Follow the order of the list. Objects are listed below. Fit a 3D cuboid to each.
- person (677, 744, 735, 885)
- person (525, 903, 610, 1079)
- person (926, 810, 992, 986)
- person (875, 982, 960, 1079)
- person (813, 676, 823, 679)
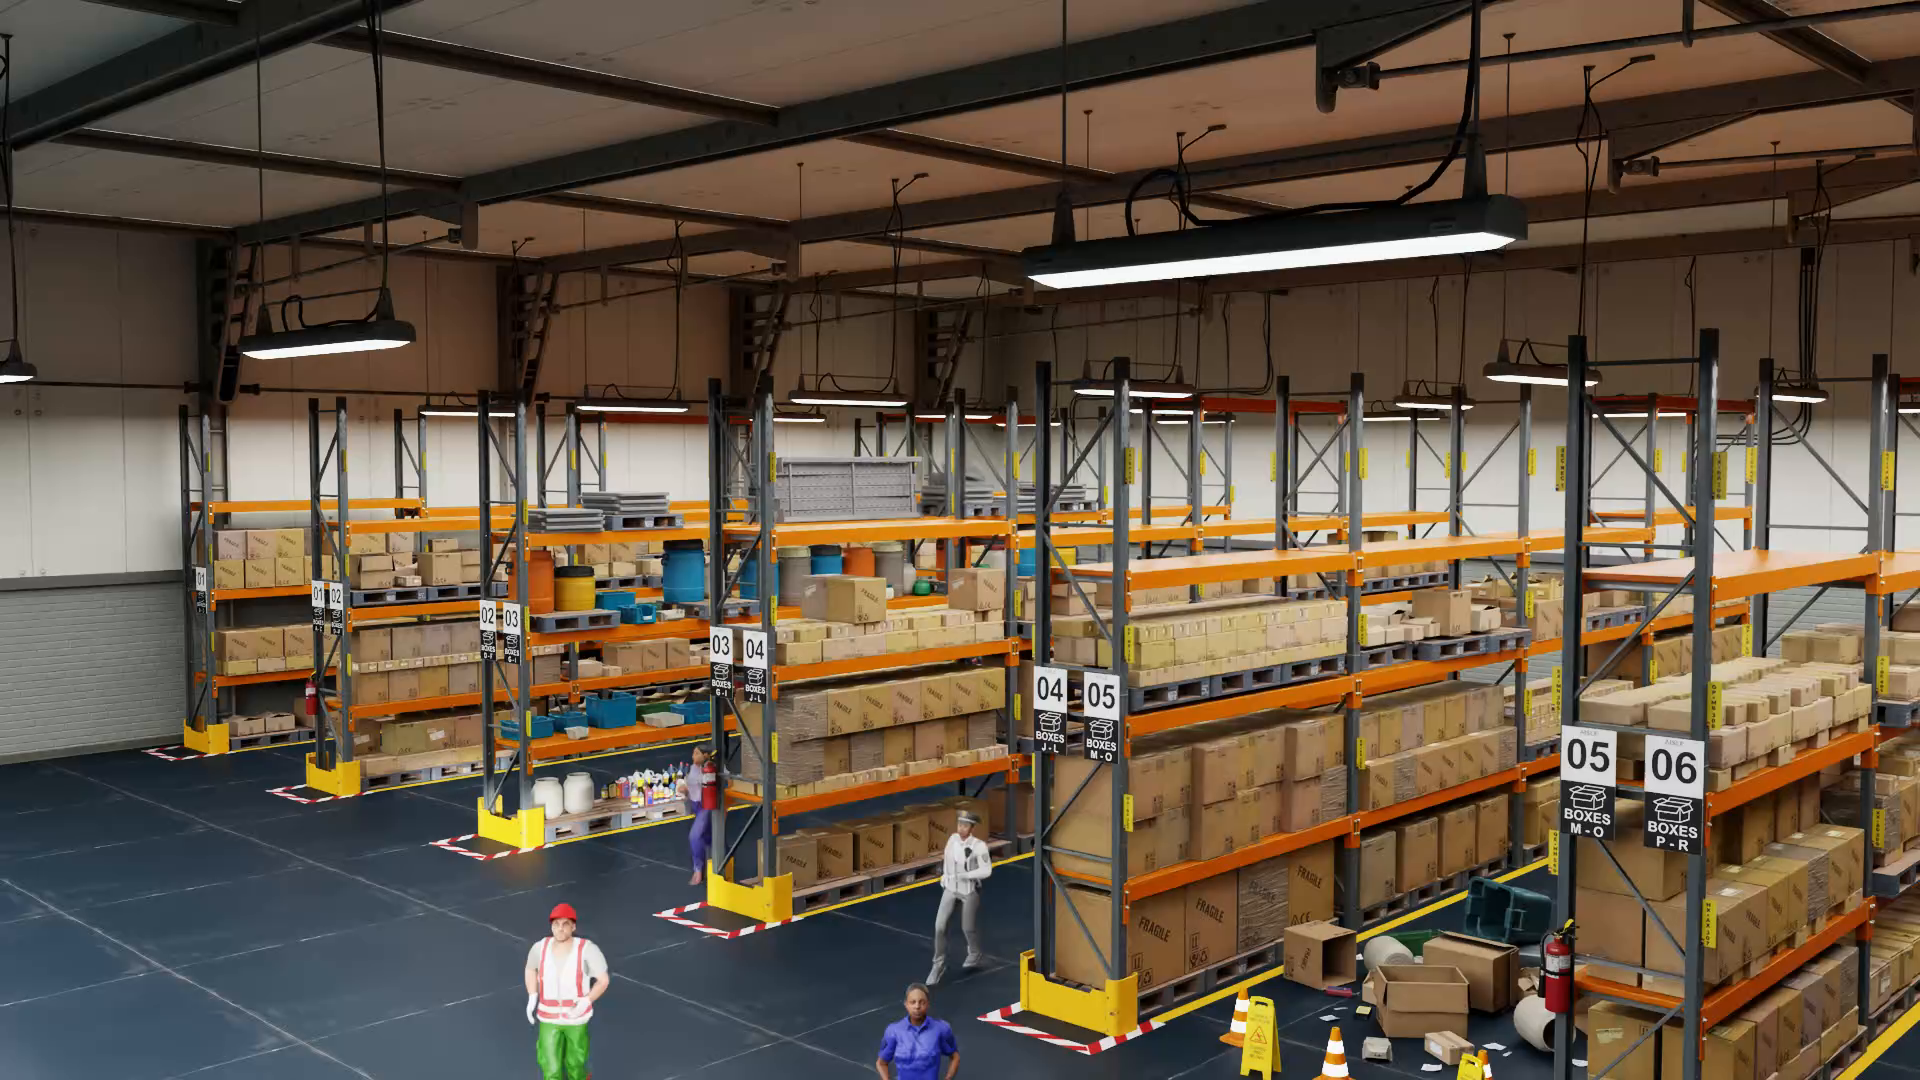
[{"bbox_3d":[-3.055,3.300,20.180,0.795,1.684,0.620,-3,4,-41],"label":"person"},{"bbox_3d":[-2.961,3.608,12.483,0.656,1.799,0.912,0,3,-3],"label":"person"},{"bbox_3d":[0.057,3.479,16.317,0.621,1.733,0.754,1,3,26],"label":"person"},{"bbox_3d":[-0.282,3.771,11.118,0.572,1.606,0.557,0,3,-1],"label":"person"},{"bbox_3d":[-2.443,2.784,28.600,0.785,1.757,0.714,-3,4,-45],"label":"person"}]
